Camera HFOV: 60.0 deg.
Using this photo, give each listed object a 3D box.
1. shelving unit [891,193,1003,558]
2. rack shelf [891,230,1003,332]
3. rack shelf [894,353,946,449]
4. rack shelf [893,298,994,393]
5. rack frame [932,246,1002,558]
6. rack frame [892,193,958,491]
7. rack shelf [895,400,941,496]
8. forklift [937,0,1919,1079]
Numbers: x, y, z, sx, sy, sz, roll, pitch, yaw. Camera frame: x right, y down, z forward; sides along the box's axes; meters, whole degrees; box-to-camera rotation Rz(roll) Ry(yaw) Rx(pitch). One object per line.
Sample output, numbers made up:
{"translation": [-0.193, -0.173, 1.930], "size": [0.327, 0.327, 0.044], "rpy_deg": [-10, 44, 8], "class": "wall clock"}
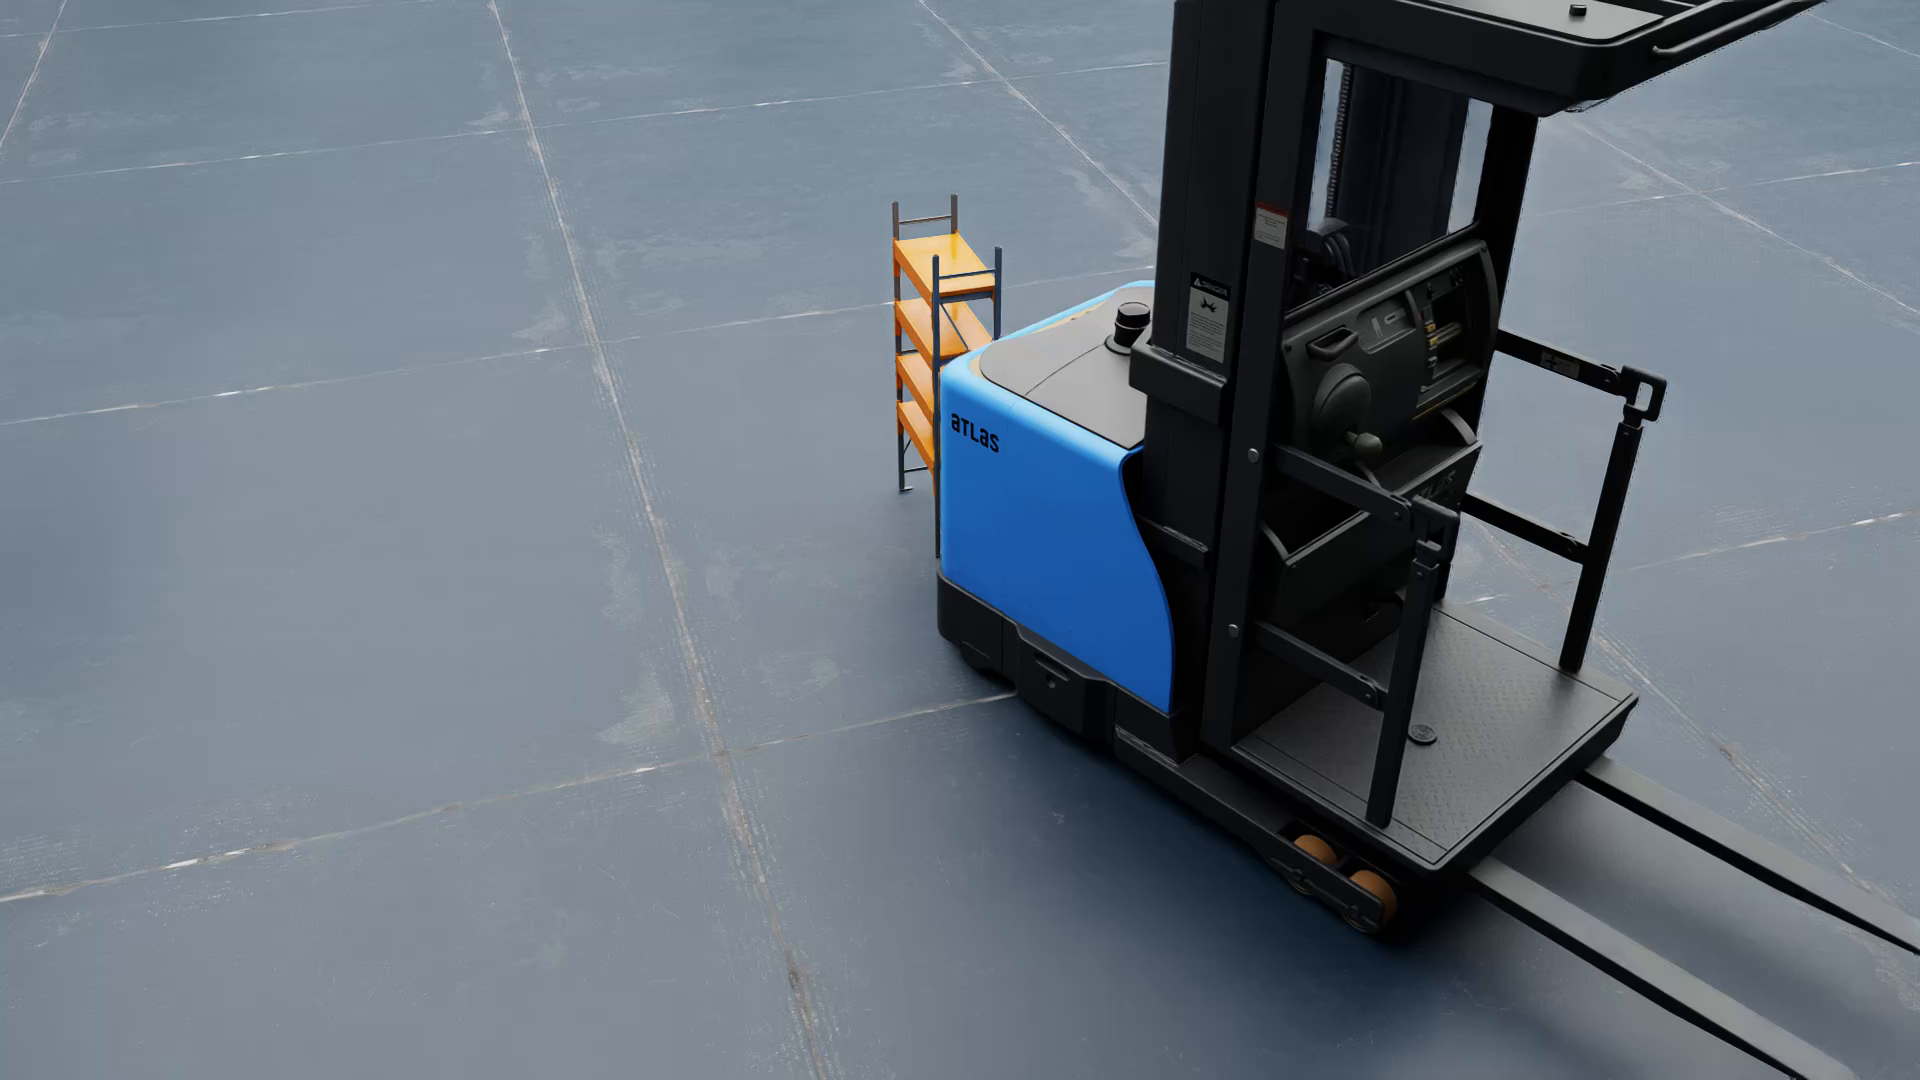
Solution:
{"translation": [-0.051, -0.587, 6.051], "size": [0.258, 1.200, 0.503], "rpy_deg": [-10, 35, -15], "class": "shelving unit"}
{"translation": [-0.051, -0.915, 5.834], "size": [0.258, 0.148, 0.480], "rpy_deg": [-10, 35, -15], "class": "rack shelf"}
{"translation": [-0.051, -0.531, 6.088], "size": [0.258, 0.148, 0.480], "rpy_deg": [-10, 35, -15], "class": "rack shelf"}
{"translation": [-0.051, -0.718, 5.964], "size": [0.258, 0.148, 0.480], "rpy_deg": [-10, 35, -15], "class": "rack shelf"}
{"translation": [0.024, -0.459, 5.857], "size": [0.240, 1.200, 0.015], "rpy_deg": [-10, 35, -15], "class": "rack frame"}
{"translation": [-0.125, -0.716, 6.245], "size": [0.240, 1.200, 0.015], "rpy_deg": [-10, 35, -15], "class": "rack frame"}
{"translation": [-0.051, -0.366, 6.197], "size": [0.258, 0.148, 0.480], "rpy_deg": [-10, 35, -15], "class": "rack shelf"}
{"translation": [1.297, -0.460, 4.287], "size": [1.130, 2.935, 3.031], "rpy_deg": [-27, 42, -35], "class": "forklift"}
